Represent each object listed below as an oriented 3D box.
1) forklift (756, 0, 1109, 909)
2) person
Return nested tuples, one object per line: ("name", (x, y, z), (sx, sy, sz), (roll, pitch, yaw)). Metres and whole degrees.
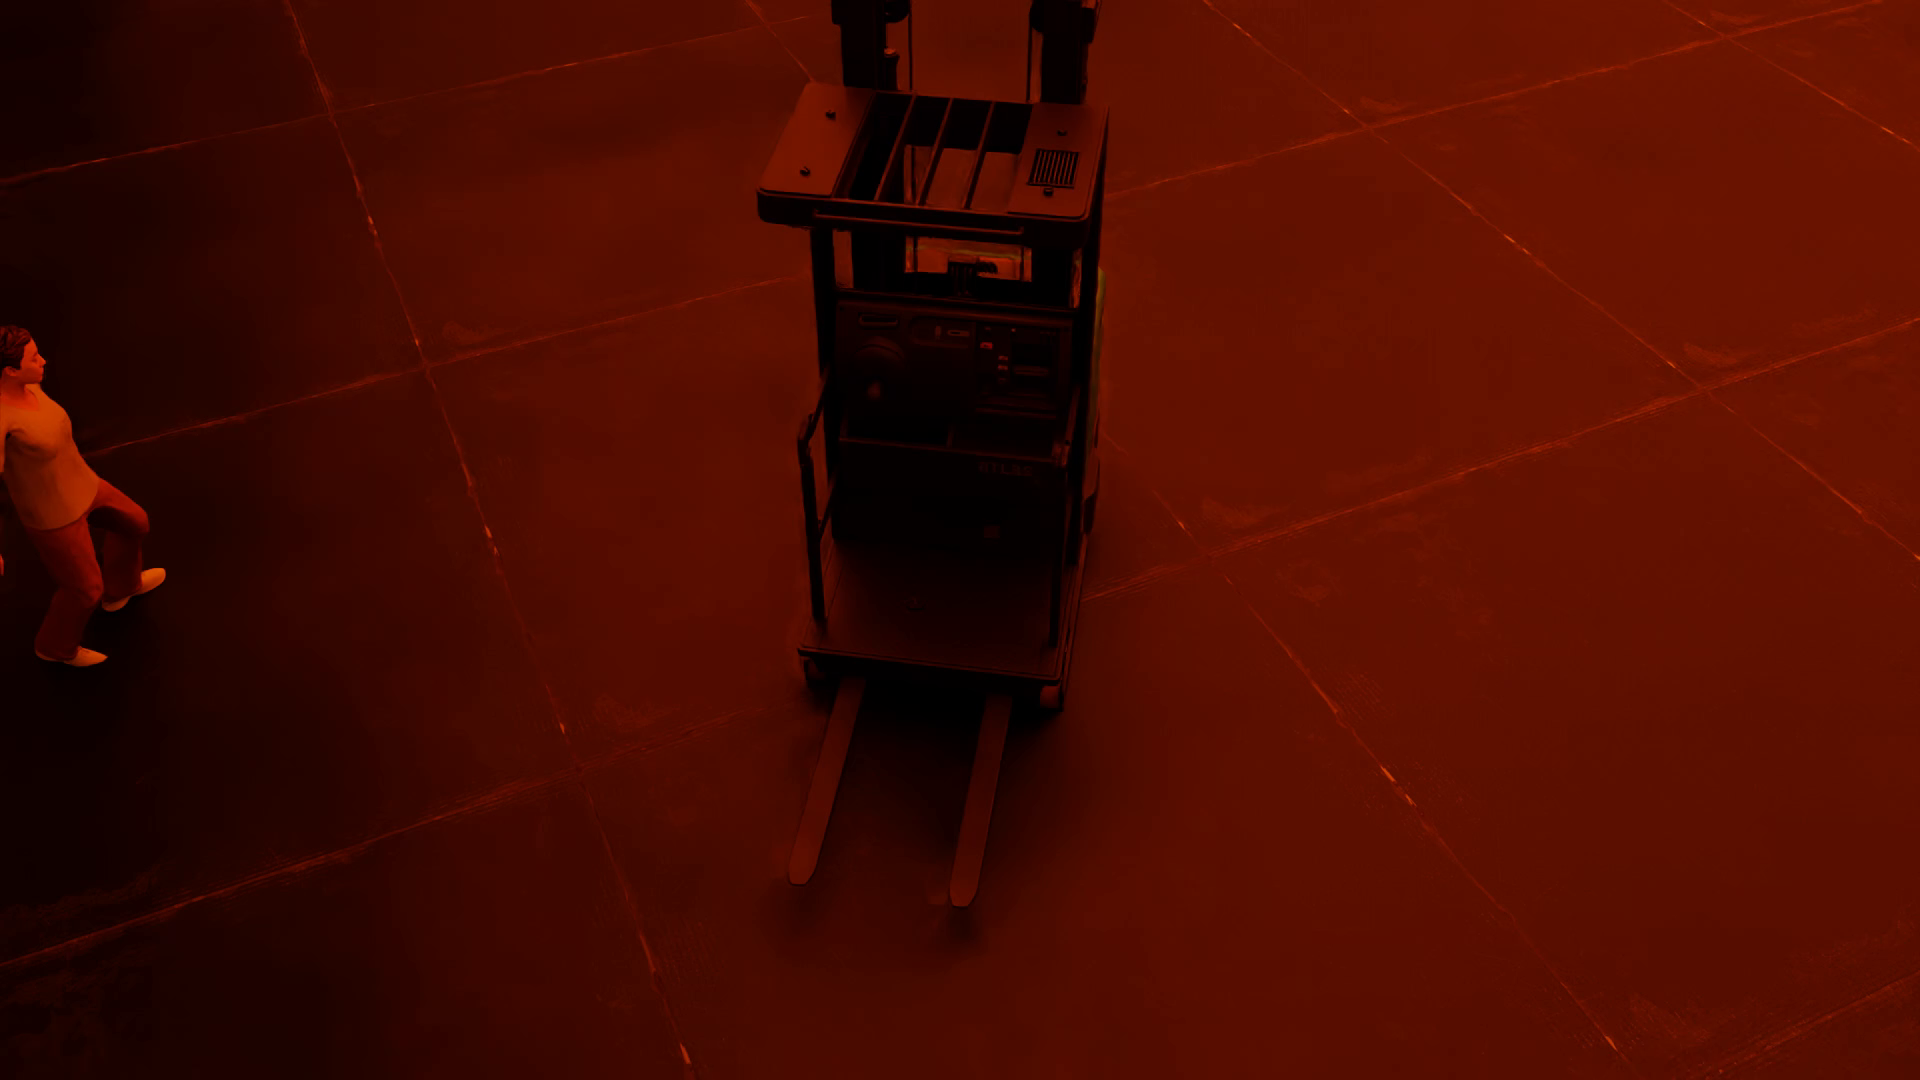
("forklift", (-0.061, -0.622, 6.347), (1.130, 2.935, 3.031), (6, 43, 7))
("person", (-3.779, -0.139, 6.834), (0.486, 1.640, 0.815), (1, 43, 1))
